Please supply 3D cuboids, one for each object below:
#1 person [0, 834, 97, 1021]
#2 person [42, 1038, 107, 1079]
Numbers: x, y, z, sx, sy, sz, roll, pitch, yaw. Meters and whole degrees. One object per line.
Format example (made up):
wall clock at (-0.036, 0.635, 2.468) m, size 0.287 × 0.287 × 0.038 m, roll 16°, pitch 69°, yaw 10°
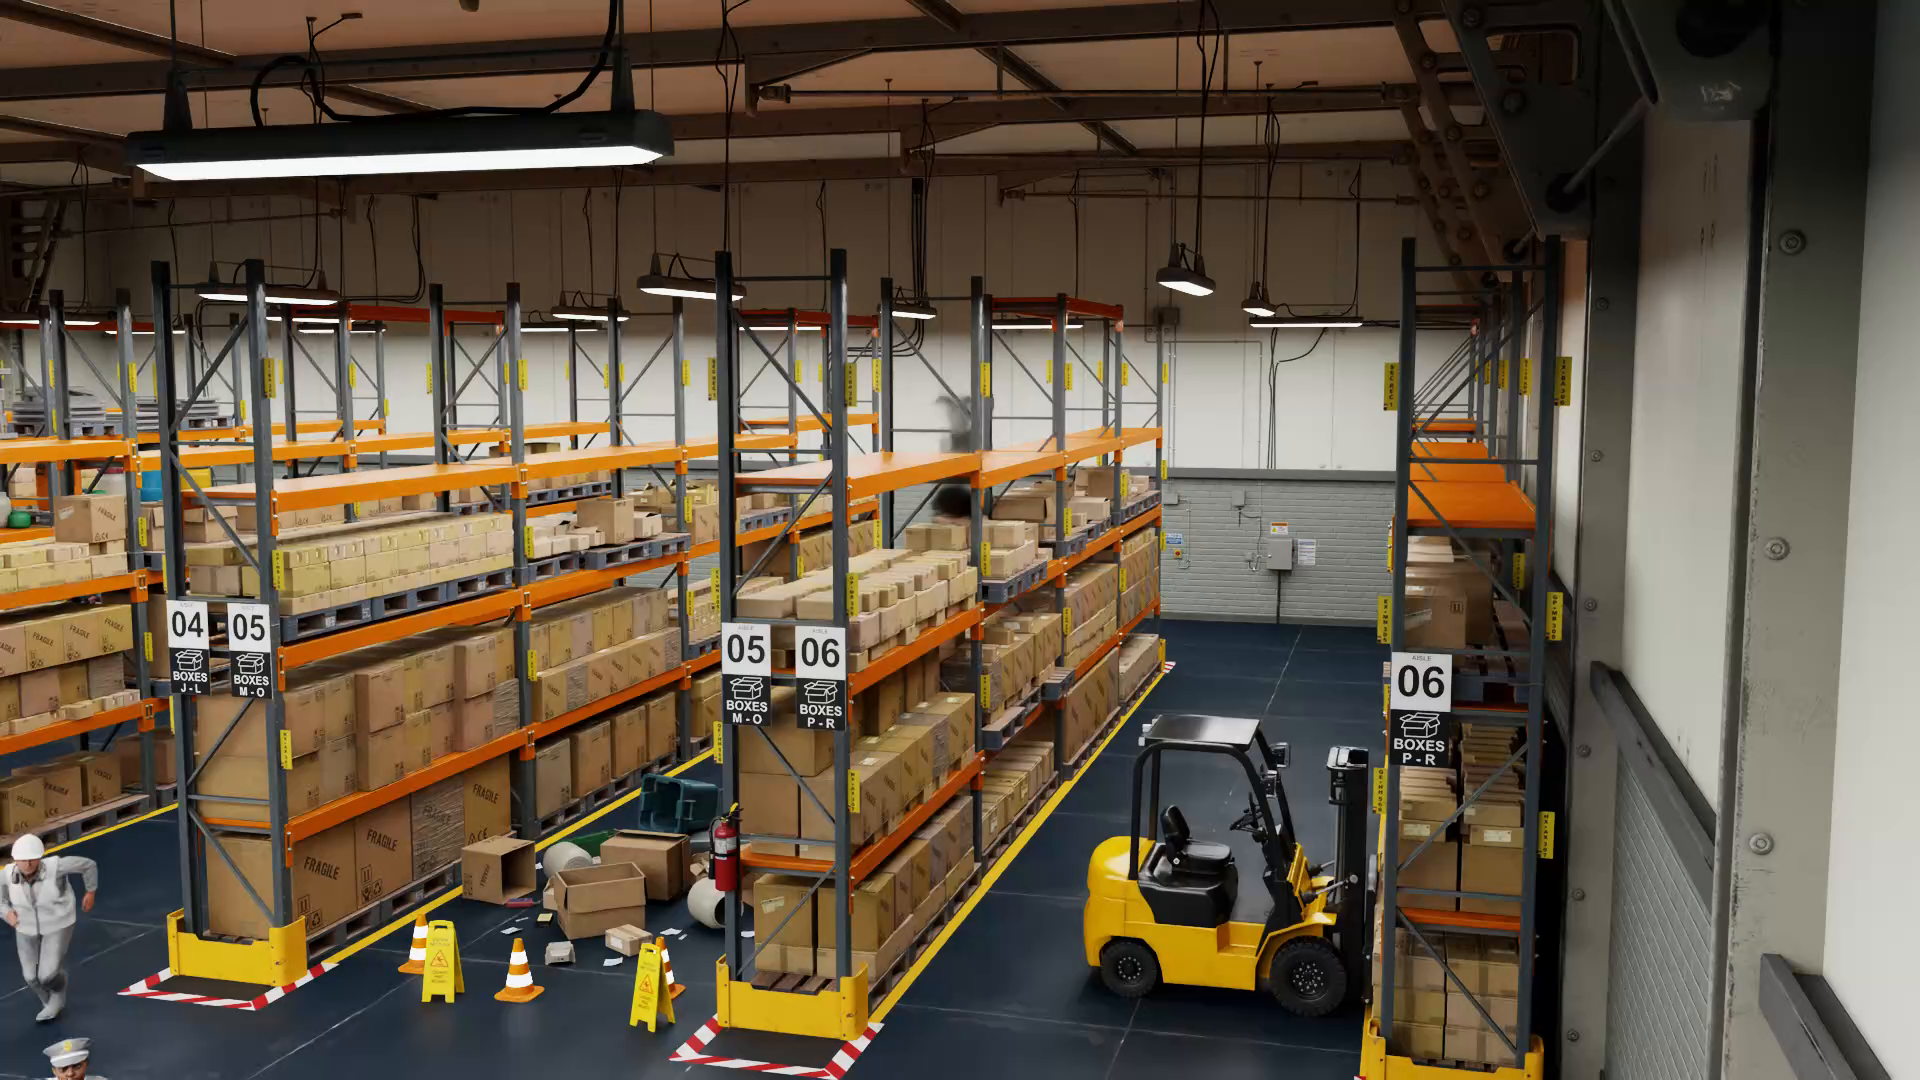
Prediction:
person at (-7.057, 3.002, 12.860) m, size 0.684 × 1.609 × 0.879 m, roll -2°, pitch 6°, yaw -16°
person at (-4.765, 3.431, 8.855) m, size 0.616 × 1.648 × 0.633 m, roll -4°, pitch 7°, yaw -31°
